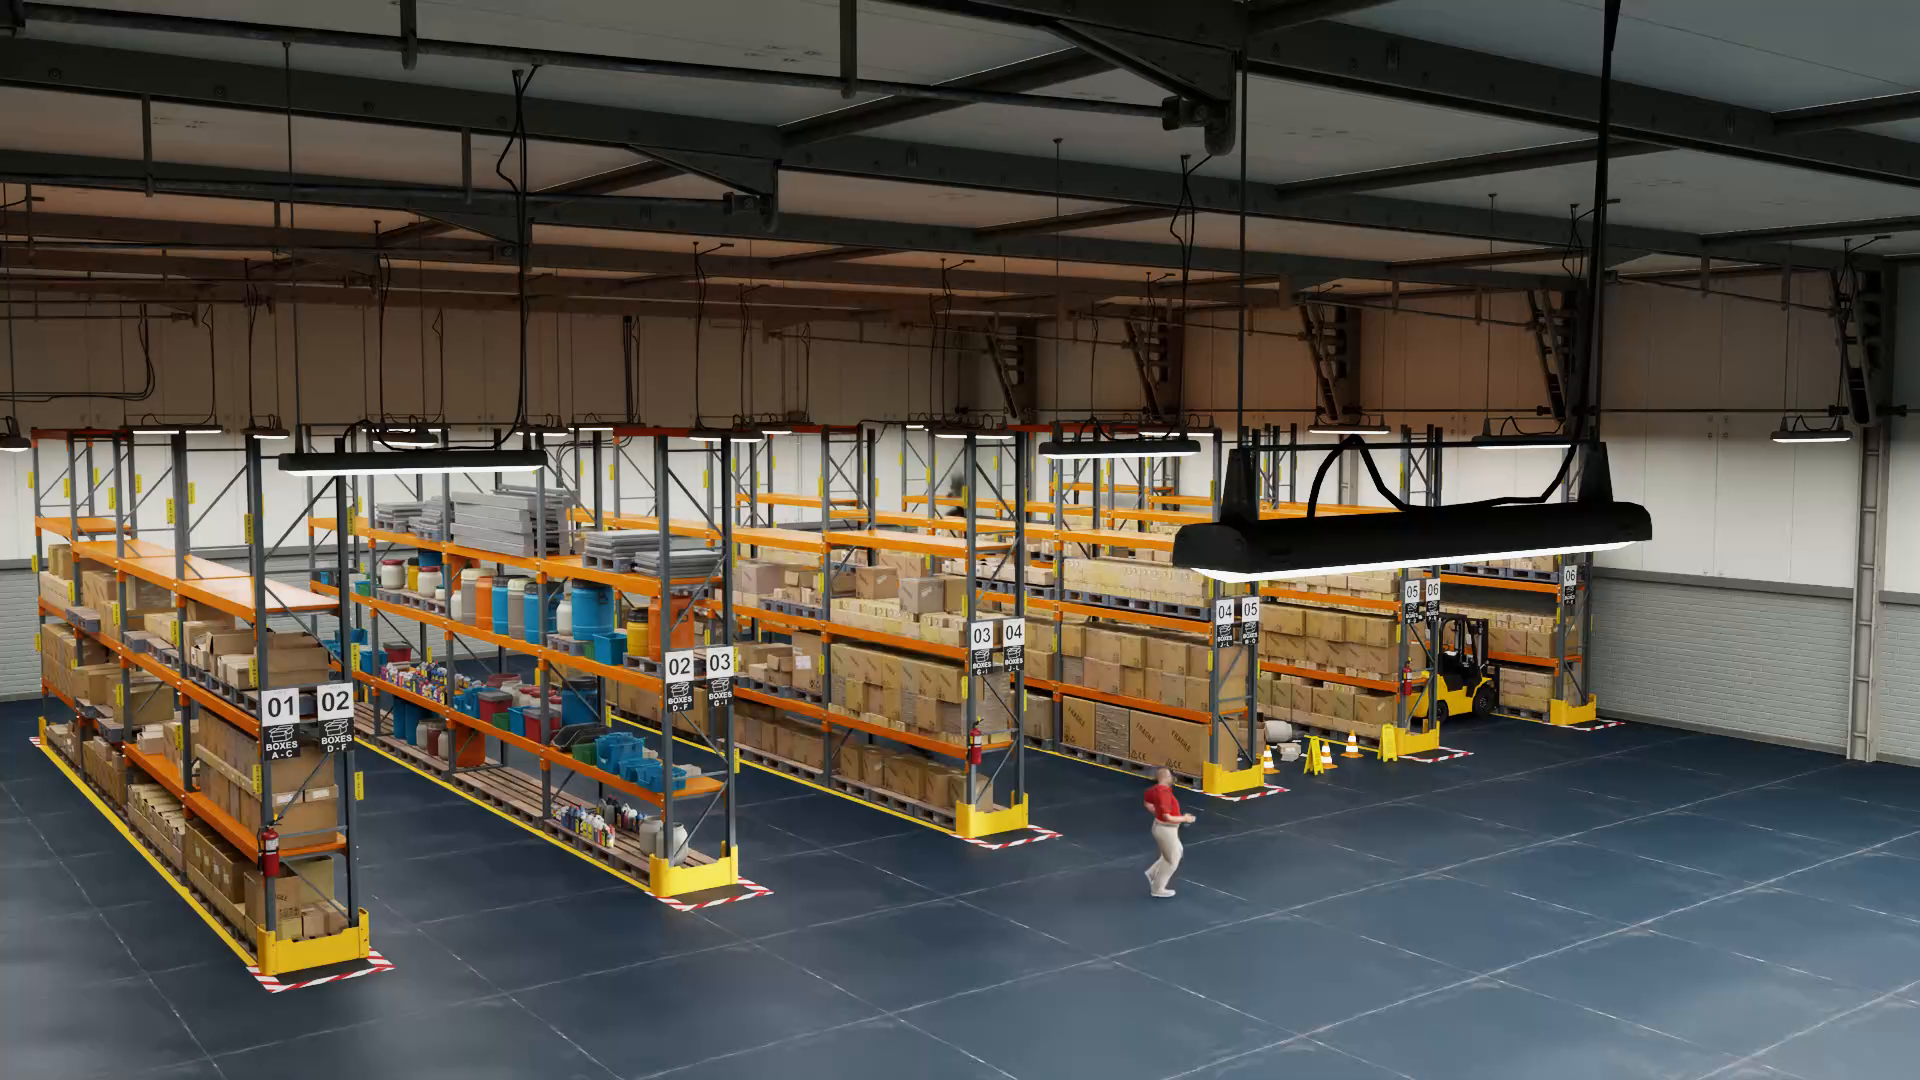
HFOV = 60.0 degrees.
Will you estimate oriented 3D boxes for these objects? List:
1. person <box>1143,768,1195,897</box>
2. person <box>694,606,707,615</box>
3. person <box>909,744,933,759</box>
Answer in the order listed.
[{"bbox_3d":[2.727,3.785,21.605,0.588,1.680,0.652,-1,5,-8],"label":"person"},{"bbox_3d":[-6.310,2.324,40.086,0.708,1.795,0.745,2,5,20],"label":"person"},{"bbox_3d":[-0.675,3.090,30.376,0.767,1.782,0.625,4,6,39],"label":"person"}]
